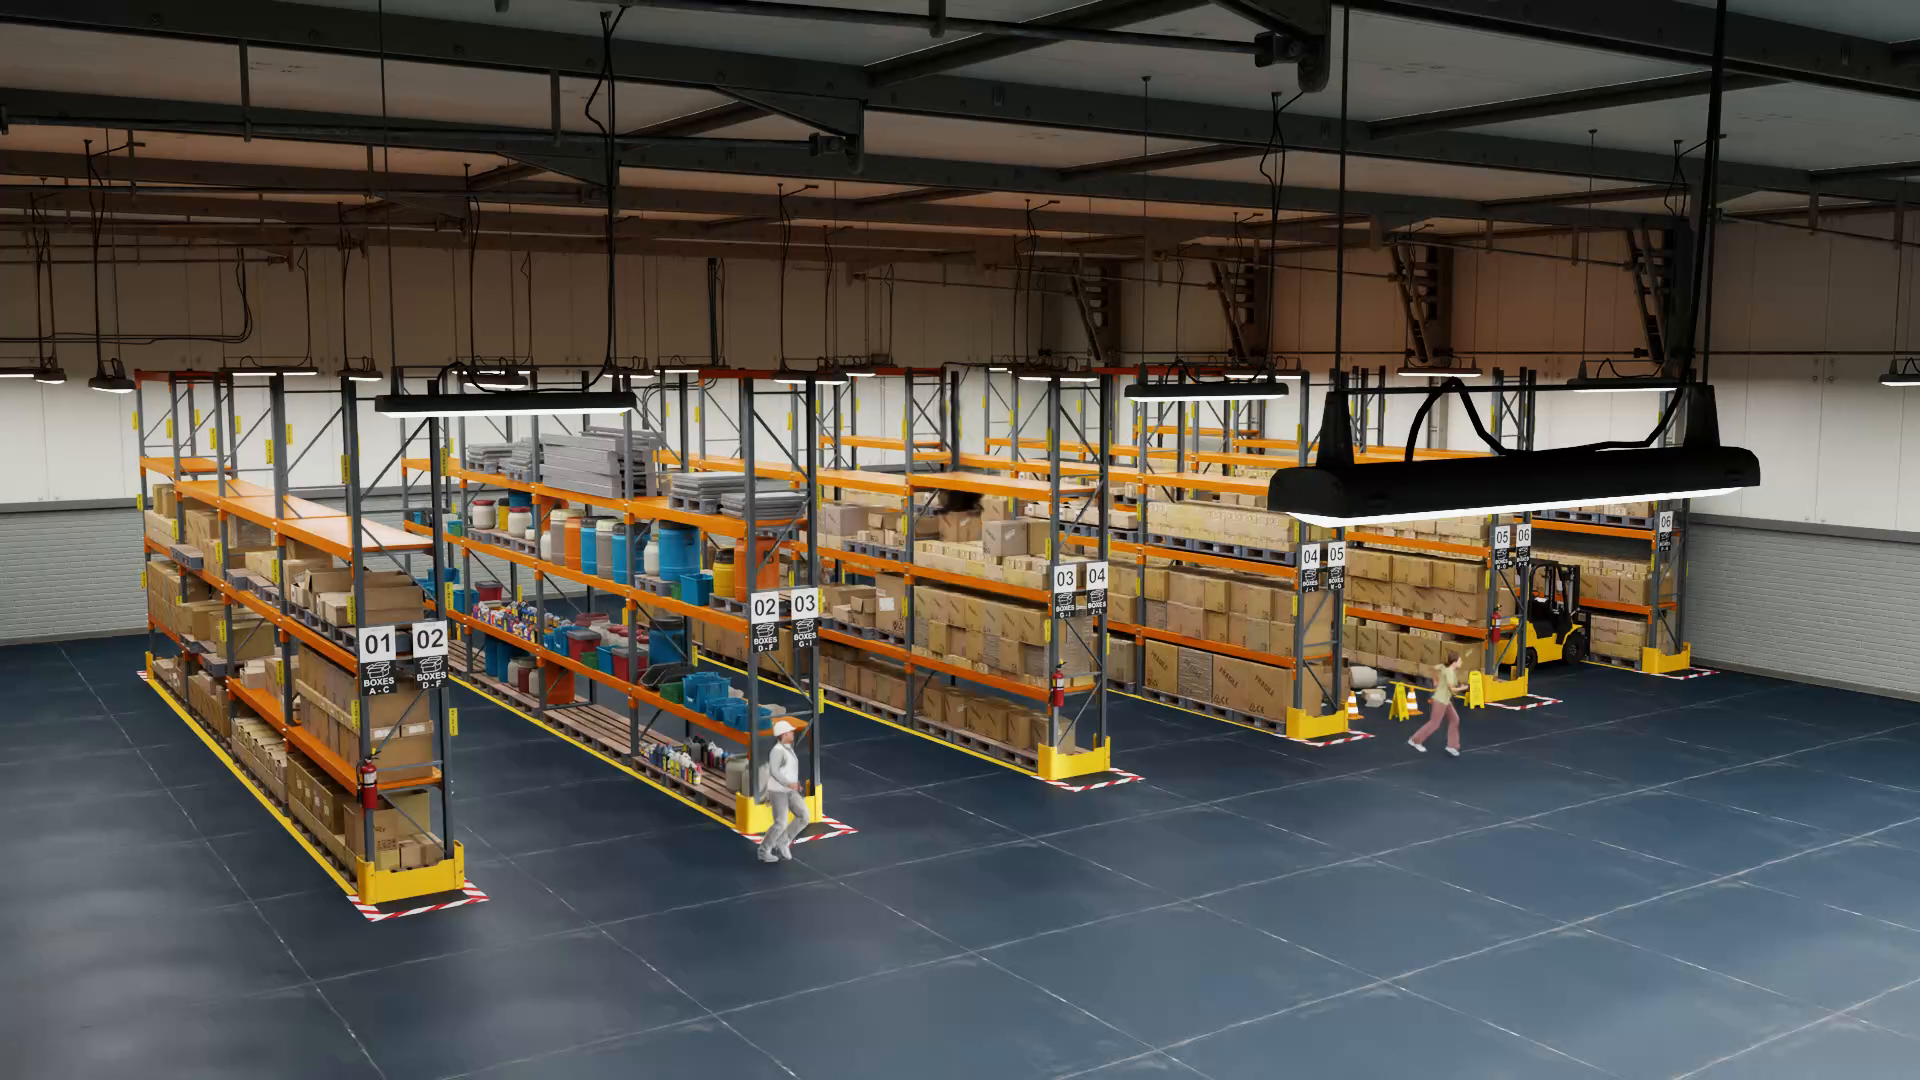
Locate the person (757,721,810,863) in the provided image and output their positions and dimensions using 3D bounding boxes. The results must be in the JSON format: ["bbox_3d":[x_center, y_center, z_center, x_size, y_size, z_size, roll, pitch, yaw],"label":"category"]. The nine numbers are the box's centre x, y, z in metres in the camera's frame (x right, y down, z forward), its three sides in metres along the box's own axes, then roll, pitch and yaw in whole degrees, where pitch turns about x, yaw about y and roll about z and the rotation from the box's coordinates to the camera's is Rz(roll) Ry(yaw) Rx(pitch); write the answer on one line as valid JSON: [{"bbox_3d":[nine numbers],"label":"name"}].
[{"bbox_3d":[-2.178,3.132,20.824,0.618,1.732,0.714,2,7,14],"label":"person"}]

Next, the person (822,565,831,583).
[{"bbox_3d":[-3.224,1.304,38.050,0.550,1.533,0.818,-3,7,-26],"label":"person"}]

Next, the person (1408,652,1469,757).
[{"bbox_3d":[7.517,2.599,26.123,0.892,1.708,0.599,1,7,11],"label":"person"}]
